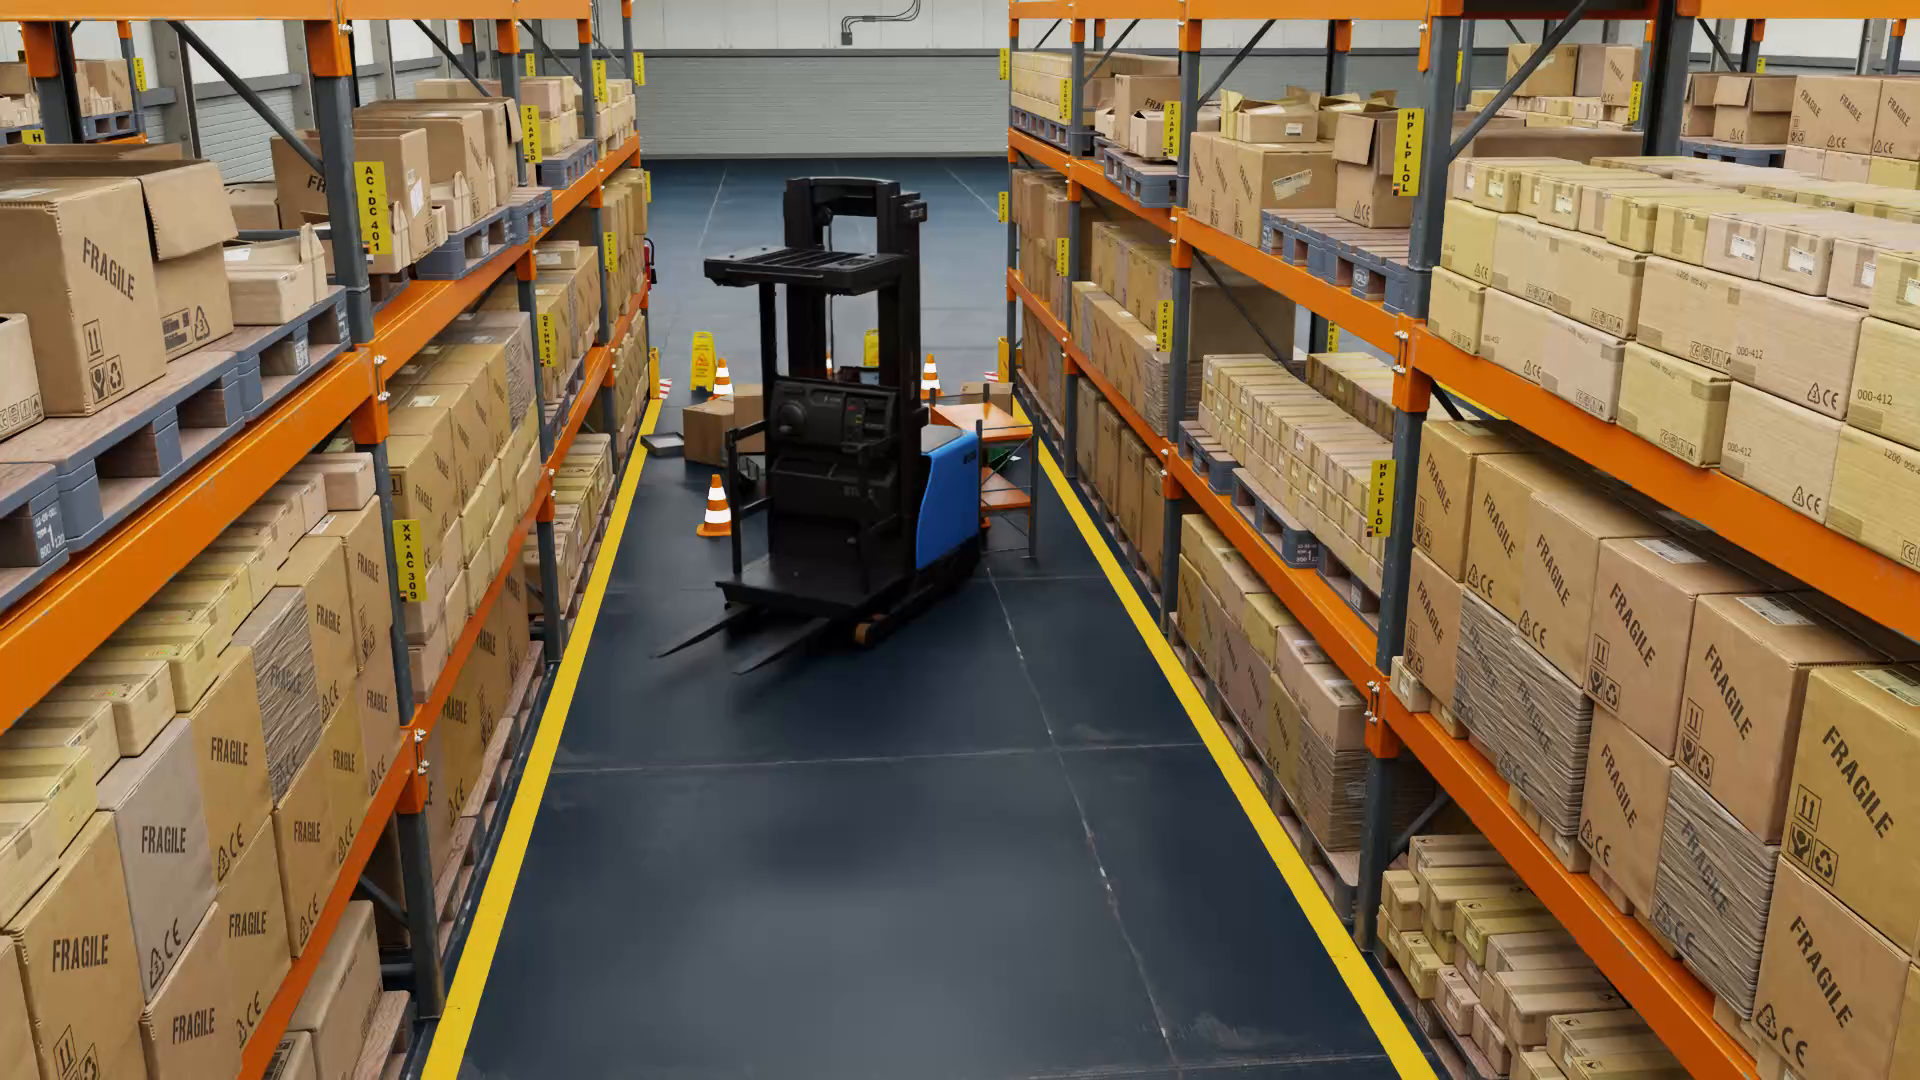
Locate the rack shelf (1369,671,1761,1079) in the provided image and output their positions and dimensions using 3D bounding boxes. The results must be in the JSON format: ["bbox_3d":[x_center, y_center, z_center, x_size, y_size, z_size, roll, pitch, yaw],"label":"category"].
[{"bbox_3d":[2.472,1.305,5.213,1.077,0.370,4.000,-2,18,-6],"label":"rack shelf"}]

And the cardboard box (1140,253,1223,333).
[{"bbox_3d":[1.709,-1.788,12.028,0.700,0.500,0.500,-2,18,-6],"label":"cardboard box"}]

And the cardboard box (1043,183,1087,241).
[{"bbox_3d":[1.283,-3.198,16.304,0.875,0.550,0.500,-2,18,-6],"label":"cardboard box"}]

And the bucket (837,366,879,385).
[{"bbox_3d":[-0.866,-1.150,14.761,0.726,0.611,0.620,4,28,13],"label":"bucket"}]

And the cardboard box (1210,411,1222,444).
[{"bbox_3d":[1.727,-0.687,10.075,0.380,0.149,0.250,-1,17,-3],"label":"cardboard box"}]

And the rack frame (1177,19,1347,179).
[{"bbox_3d":[1.854,-3.688,9.901,1.000,3.000,0.127,-2,18,-6],"label":"rack frame"}]

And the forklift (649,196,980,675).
[{"bbox_3d":[-0.947,-0.798,10.972,1.129,2.843,3.031,8,19,25],"label":"forklift"}]

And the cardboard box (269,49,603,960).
[{"bbox_3d":[-7.590,-5.755,26.334,5.897,3.100,46.120,-2,18,-6],"label":"cardboard box"}]

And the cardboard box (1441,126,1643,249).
[{"bbox_3d":[2.336,-1.430,6.847,0.700,0.500,0.500,-2,18,-6],"label":"cardboard box"}]

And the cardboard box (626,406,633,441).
[{"bbox_3d":[-3.331,-1.066,15.454,0.500,0.250,0.500,-1,17,-3],"label":"cardboard box"}]

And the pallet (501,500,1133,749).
[{"bbox_3d":[-0.664,0.415,11.503,6.107,0.211,4.108,-2,18,-6],"label":"pallet"}]

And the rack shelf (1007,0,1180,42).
[{"bbox_3d":[1.235,-4.942,15.763,1.077,0.370,4.000,-2,18,-6],"label":"rack shelf"}]

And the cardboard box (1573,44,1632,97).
[{"bbox_3d":[6.384,-4.738,16.754,0.500,0.500,0.500,-2,18,-6],"label":"cardboard box"}]

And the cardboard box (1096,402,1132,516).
[{"bbox_3d":[1.690,-0.675,13.374,1.050,0.750,0.750,-2,18,-6],"label":"cardboard box"}]

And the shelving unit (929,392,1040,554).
[{"bbox_3d":[0.168,-0.537,12.952,0.538,0.981,1.030,-6,20,-20],"label":"shelving unit"}]

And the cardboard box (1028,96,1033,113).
[{"bbox_3d":[0.875,-4.281,16.348,0.380,0.149,0.250,-2,18,-6],"label":"cardboard box"}]

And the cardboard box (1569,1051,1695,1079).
[{"bbox_3d":[2.231,1.817,5.446,0.380,0.149,0.250,-2,18,-5],"label":"cardboard box"}]

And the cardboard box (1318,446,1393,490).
[{"bbox_3d":[1.950,-0.347,8.000,0.380,0.149,0.250,-2,18,-6],"label":"cardboard box"}]

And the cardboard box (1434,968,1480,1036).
[{"bbox_3d":[2.089,1.796,6.507,0.380,0.149,0.250,-2,18,-6],"label":"cardboard box"}]

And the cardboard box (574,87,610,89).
[{"bbox_3d":[-3.369,-4.016,15.043,0.380,0.149,0.250,-2,18,-6],"label":"cardboard box"}]

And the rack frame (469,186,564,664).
[{"bbox_3d":[-3.060,-0.643,10.217,1.000,3.000,0.127,-2,18,-6],"label":"rack frame"}]

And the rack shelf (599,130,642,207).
[{"bbox_3d":[-3.678,-3.518,15.569,1.077,0.370,4.000,-2,18,-6],"label":"rack shelf"}]

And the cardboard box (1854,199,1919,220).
[{"bbox_3d":[2.776,-0.878,4.709,0.380,0.149,0.250,-2,18,-7],"label":"cardboard box"}]

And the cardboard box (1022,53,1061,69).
[{"bbox_3d":[0.823,-4.814,16.714,0.380,0.149,0.250,-2,17,-5],"label":"cardboard box"}]

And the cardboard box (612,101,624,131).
[{"bbox_3d":[-3.401,-3.929,15.430,0.500,0.250,0.500,-2,18,-5],"label":"cardboard box"}]

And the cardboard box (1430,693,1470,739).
[{"bbox_3d":[2.070,0.655,6.502,0.380,0.149,0.250,-1,17,-4],"label":"cardboard box"}]

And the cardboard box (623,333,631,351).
[{"bbox_3d":[-3.303,-1.847,15.606,0.380,0.149,0.250,-1,17,-2],"label":"cardboard box"}]

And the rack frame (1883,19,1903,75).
[{"bbox_3d":[10.899,-6.348,18.373,1.000,3.000,0.127,-2,18,-6],"label":"rack frame"}]

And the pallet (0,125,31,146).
[{"bbox_3d":[-8.523,-3.322,13.892,1.003,0.211,1.213,-2,18,-6],"label":"pallet"}]

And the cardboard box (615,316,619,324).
[{"bbox_3d":[-3.312,-2.045,15.103,0.380,0.149,0.250,-1,17,-4],"label":"cardboard box"}]

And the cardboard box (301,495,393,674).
[{"bbox_3d":[-2.324,0.156,5.835,0.500,0.500,0.500,-2,18,-6],"label":"cardboard box"}]

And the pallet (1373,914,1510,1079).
[{"bbox_3d":[2.371,1.895,6.788,1.003,0.211,1.213,-2,18,-6],"label":"pallet"}]

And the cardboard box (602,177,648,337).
[{"bbox_3d":[-3.413,-2.770,16.310,0.700,1.489,0.542,-2,18,-6],"label":"cardboard box"}]

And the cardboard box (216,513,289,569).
[{"bbox_3d":[-2.319,0.028,5.161,0.380,0.149,0.250,-2,18,-6],"label":"cardboard box"}]

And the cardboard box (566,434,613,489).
[{"bbox_3d":[-3.416,-0.625,13.846,0.950,0.372,0.625,-2,17,-5],"label":"cardboard box"}]

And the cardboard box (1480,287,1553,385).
[{"bbox_3d":[2.112,-0.699,5.637,0.500,0.250,0.500,-2,18,-6],"label":"cardboard box"}]

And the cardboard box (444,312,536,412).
[{"bbox_3d":[-2.746,-1.022,9.587,0.500,0.500,0.500,-2,18,-7],"label":"cardboard box"}]

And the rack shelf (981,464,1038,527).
[{"bbox_3d":[0.165,-0.306,13.032,0.538,0.278,1.000,-6,20,-20],"label":"rack shelf"}]

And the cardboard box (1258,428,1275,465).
[{"bbox_3d":[1.838,-0.514,9.029,0.380,0.149,0.250,-2,18,-6],"label":"cardboard box"}]

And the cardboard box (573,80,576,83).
[{"bbox_3d":[-4.009,-4.531,16.683,0.380,0.149,0.250,-2,18,-6],"label":"cardboard box"}]

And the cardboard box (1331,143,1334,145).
[{"bbox_3d":[2.277,-1.845,8.870,0.500,0.500,0.500,-2,18,-6],"label":"cardboard box"}]

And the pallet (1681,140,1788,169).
[{"bbox_3d":[6.453,-2.986,12.986,1.213,0.211,1.003,-2,18,-6],"label":"pallet"}]

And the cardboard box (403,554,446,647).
[{"bbox_3d":[-2.412,0.242,6.814,0.500,0.250,0.500,-2,18,-7],"label":"cardboard box"}]

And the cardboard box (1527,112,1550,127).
[{"bbox_3d":[5.930,-4.084,16.422,0.500,0.250,0.500,-1,17,-4],"label":"cardboard box"}]

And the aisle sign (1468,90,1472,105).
[{"bbox_3d":[5.668,-4.582,18.424,0.394,0.787,0.004,-2,18,-6],"label":"aisle sign"}]

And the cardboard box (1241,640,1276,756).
[{"bbox_3d":[1.838,0.840,8.967,0.500,0.500,0.500,-2,18,-7],"label":"cardboard box"}]

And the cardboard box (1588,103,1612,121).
[{"bbox_3d":[6.015,-3.933,15.273,0.380,0.149,0.250,-3,18,-8],"label":"cardboard box"}]

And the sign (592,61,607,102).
[{"bbox_3d":[-2.920,-3.718,13.485,0.100,0.325,0.005,-2,18,-6],"label":"sign"}]

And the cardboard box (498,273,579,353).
[{"bbox_3d":[-3.042,-1.636,12.017,0.500,0.500,0.500,-2,18,-8],"label":"cardboard box"}]

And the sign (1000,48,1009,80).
[{"bbox_3d":[0.476,-5.080,17.751,0.100,0.325,0.005,-2,18,-6],"label":"sign"}]

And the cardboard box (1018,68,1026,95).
[{"bbox_3d":[0.877,-4.656,16.878,0.500,0.250,0.500,-2,18,-6],"label":"cardboard box"}]

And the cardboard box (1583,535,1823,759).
[{"bbox_3d":[2.212,0.299,4.883,0.500,0.500,0.500,-2,18,-8],"label":"cardboard box"}]

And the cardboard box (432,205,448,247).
[{"bbox_3d":[-2.429,-1.359,7.179,0.380,0.166,0.250,-3,18,-9],"label":"cardboard box"}]
